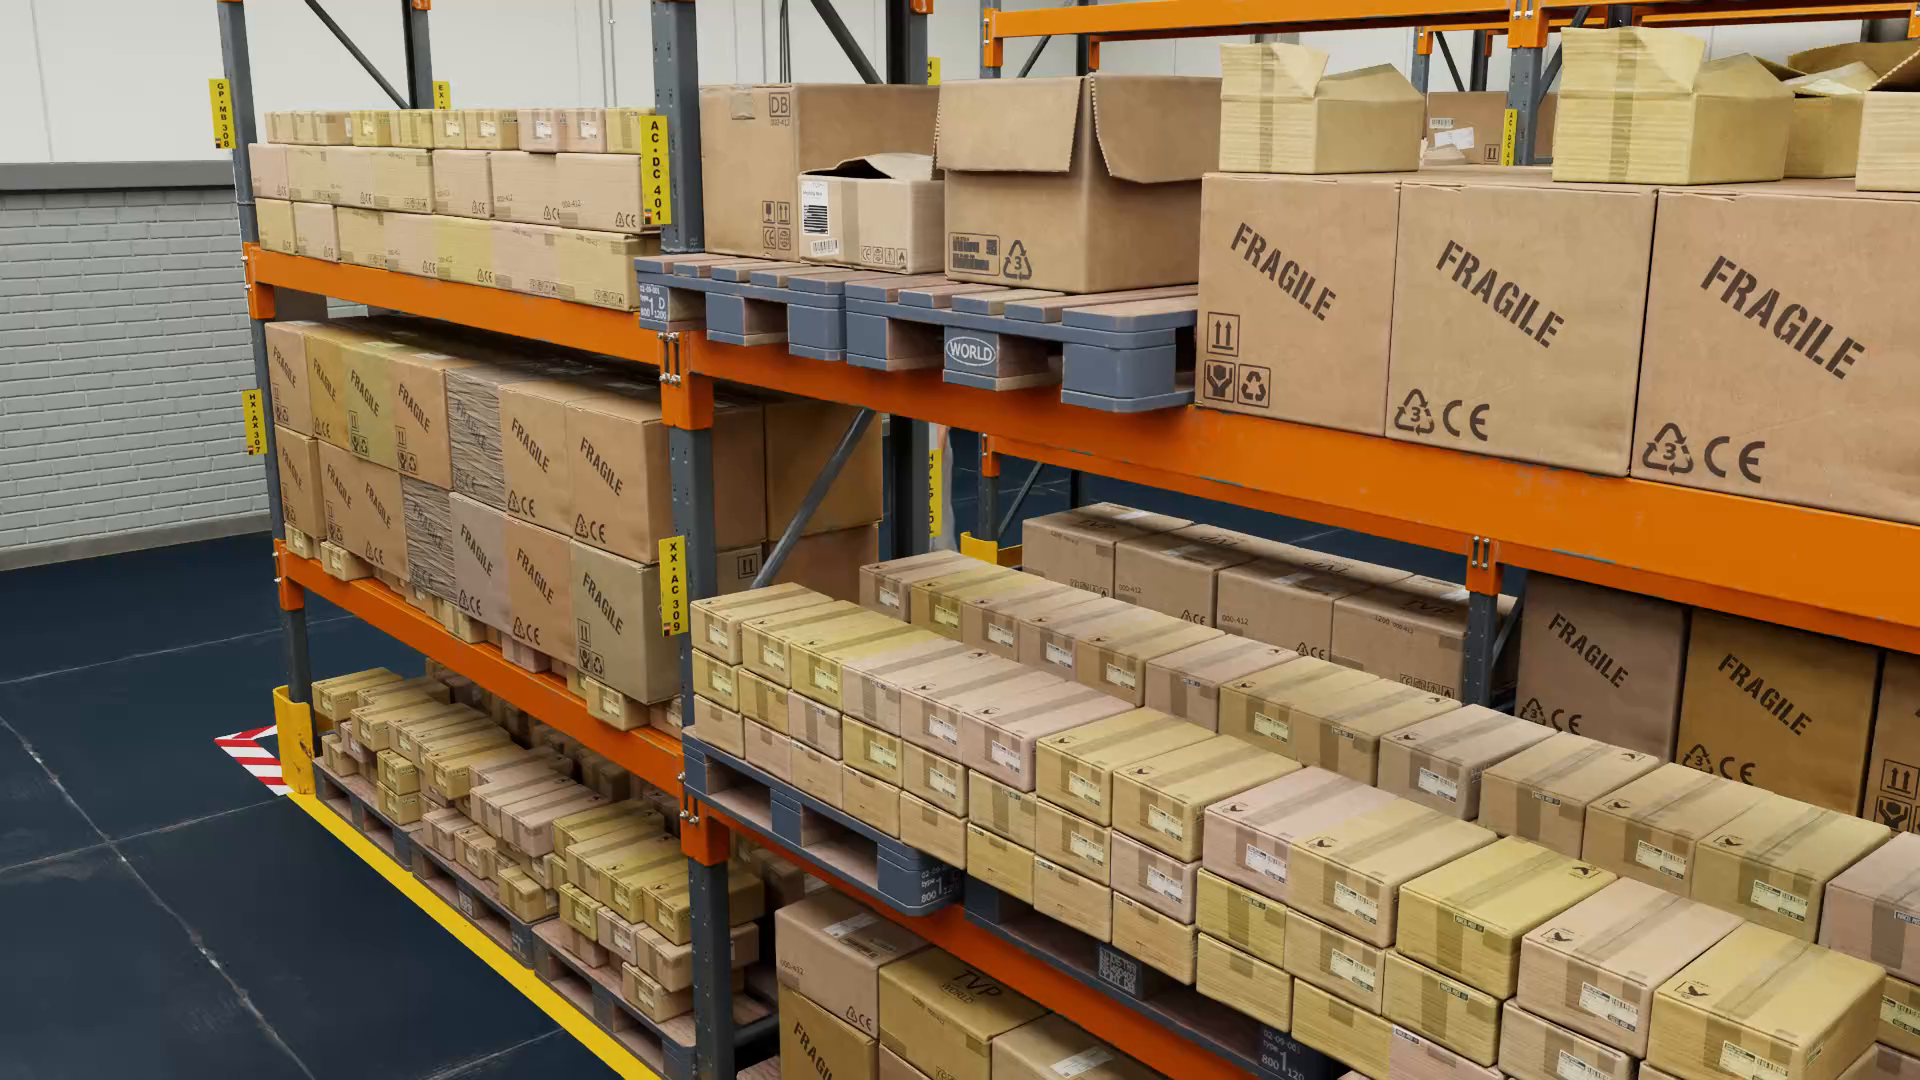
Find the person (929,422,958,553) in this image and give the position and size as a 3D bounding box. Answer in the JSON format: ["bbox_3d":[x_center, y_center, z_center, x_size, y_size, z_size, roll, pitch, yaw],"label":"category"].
[{"bbox_3d":[-0.191,-0.628,12.901,0.350,1.670,0.440,-5,15,-18],"label":"person"}]
